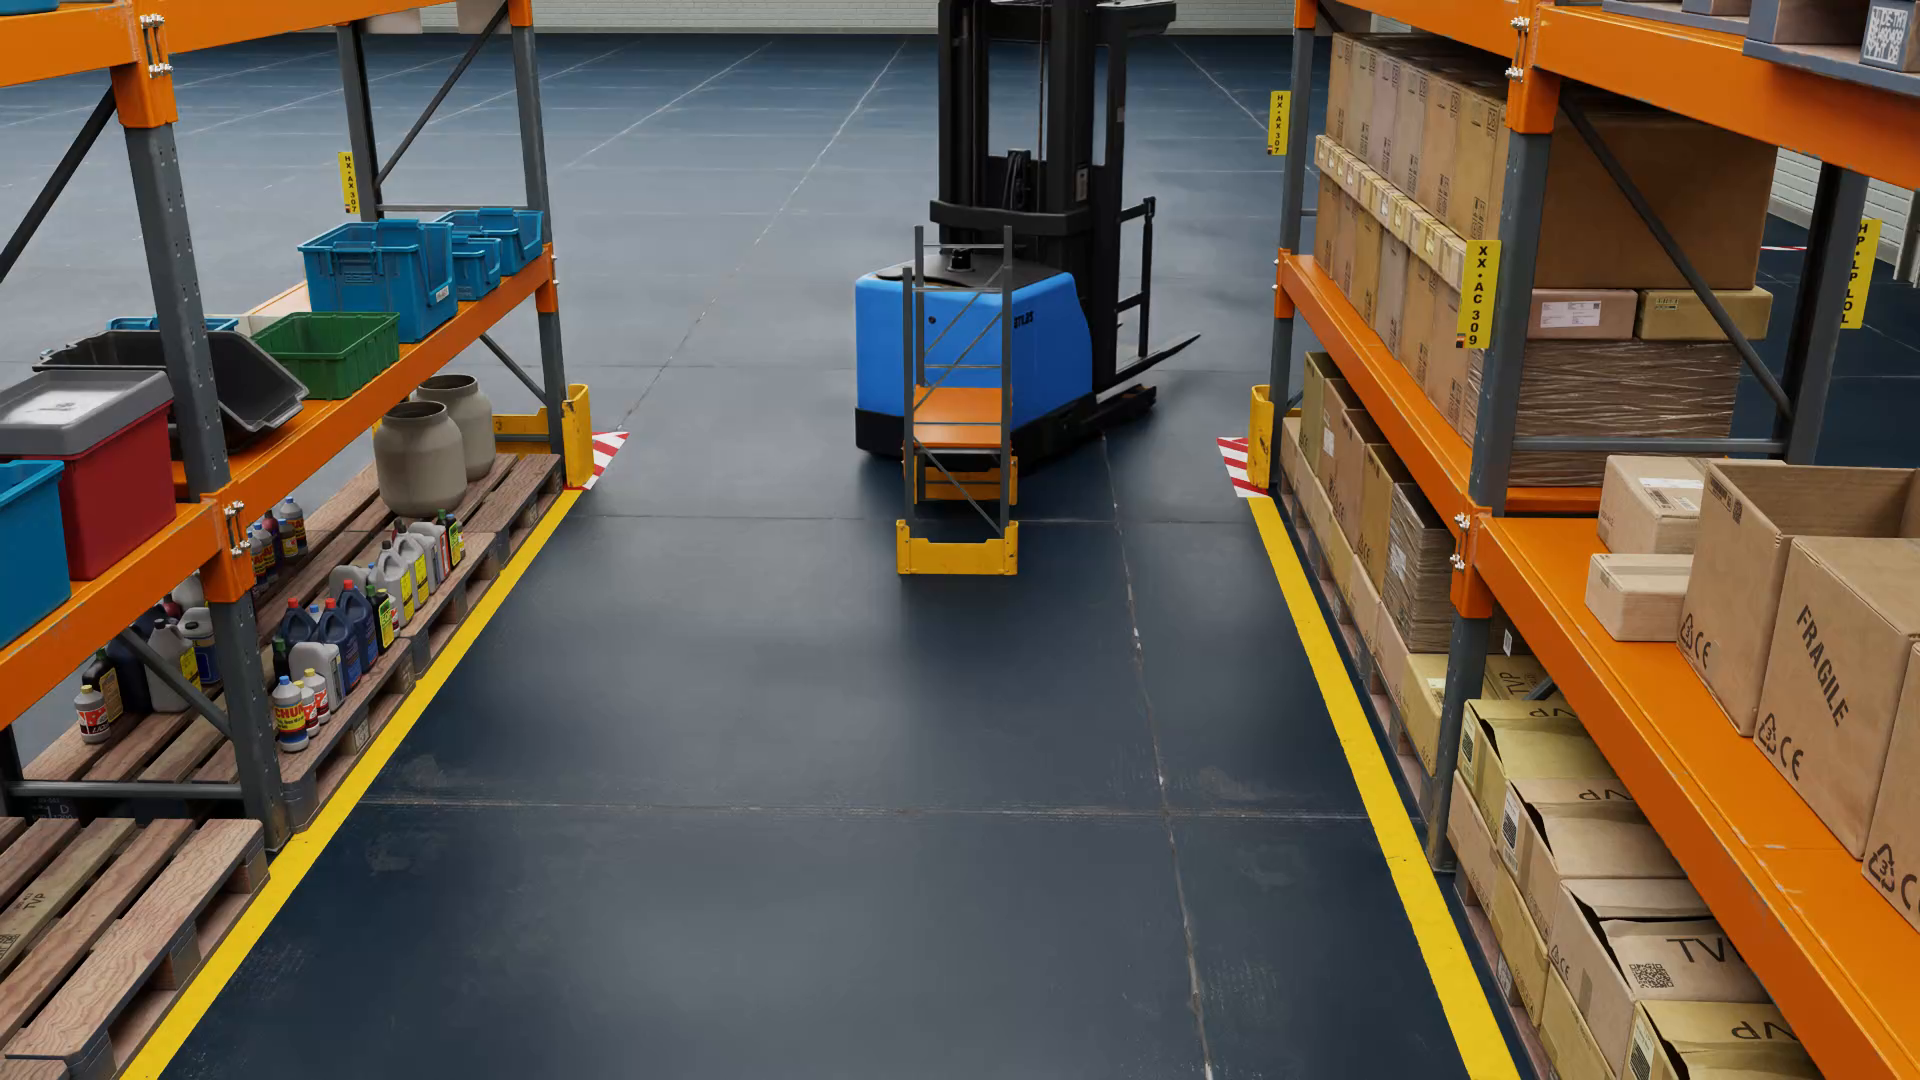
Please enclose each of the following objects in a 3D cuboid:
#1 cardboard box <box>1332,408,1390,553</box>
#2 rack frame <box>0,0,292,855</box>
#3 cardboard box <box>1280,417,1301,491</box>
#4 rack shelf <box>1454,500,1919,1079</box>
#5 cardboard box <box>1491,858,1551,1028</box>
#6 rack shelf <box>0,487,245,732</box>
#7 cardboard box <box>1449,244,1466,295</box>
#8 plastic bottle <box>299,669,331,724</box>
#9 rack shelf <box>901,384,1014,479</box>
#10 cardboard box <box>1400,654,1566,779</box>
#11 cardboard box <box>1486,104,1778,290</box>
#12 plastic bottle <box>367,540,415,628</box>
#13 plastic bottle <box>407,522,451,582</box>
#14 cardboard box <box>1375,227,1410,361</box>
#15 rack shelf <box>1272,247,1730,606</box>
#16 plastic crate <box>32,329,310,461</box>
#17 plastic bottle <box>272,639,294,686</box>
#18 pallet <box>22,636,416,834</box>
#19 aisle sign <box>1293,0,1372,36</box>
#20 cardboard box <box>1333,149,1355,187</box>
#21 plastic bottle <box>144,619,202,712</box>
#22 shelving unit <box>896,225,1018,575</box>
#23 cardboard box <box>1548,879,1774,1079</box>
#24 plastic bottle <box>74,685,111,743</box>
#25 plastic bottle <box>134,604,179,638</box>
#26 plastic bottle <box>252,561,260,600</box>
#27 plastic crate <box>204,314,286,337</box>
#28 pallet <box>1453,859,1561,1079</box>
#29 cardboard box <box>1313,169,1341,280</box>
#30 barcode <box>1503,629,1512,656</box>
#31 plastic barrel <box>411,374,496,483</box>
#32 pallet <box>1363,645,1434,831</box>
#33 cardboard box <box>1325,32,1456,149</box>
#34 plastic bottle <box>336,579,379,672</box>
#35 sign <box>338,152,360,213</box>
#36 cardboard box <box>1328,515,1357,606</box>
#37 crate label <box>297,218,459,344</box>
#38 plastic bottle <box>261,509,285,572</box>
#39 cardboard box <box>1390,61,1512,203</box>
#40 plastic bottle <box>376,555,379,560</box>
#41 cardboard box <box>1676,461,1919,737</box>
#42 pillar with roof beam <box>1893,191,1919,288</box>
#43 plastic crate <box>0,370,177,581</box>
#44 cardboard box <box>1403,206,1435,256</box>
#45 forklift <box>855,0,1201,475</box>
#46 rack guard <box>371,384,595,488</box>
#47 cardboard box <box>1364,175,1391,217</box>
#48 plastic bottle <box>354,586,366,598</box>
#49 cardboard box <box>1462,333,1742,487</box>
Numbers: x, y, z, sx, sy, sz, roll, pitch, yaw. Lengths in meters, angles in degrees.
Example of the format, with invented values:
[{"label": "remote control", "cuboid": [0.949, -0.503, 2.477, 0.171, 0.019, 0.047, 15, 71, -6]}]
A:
[{"label": "cardboard box", "cuboid": [1.935, -0.261, 7.239, 0.500, 0.500, 0.500, 1, 21, 2]}, {"label": "rack frame", "cuboid": [-2.851, -0.341, 5.261, 1.000, 3.000, 0.127, 1, 21, 2]}, {"label": "cardboard box", "cuboid": [1.983, -0.454, 8.772, 0.500, 0.250, 0.500, 1, 21, 2]}, {"label": "rack shelf", "cuboid": [2.039, 0.773, 3.383, 1.077, 0.370, 4.000, 1, 21, 2]}, {"label": "cardboard box", "cuboid": [1.823, 1.129, 4.693, 0.500, 0.250, 0.500, 1, 21, 3]}, {"label": "rack shelf", "cuboid": [-2.912, 0.718, 3.527, 1.077, 0.370, 4.000, 1, 21, 2]}, {"label": "cardboard box", "cuboid": [1.909, -0.919, 5.716, 0.380, 0.149, 0.250, 0, 21, 0]}, {"label": "plastic bottle", "cuboid": [-2.397, 0.575, 6.162, 0.097, 0.201, 0.097, 0, 21, 0]}, {"label": "rack shelf", "cuboid": [0.003, -0.562, 8.402, 0.538, 0.185, 1.000, 1, 21, 2]}, {"label": "cardboard box", "cuboid": [1.896, 0.631, 5.977, 0.500, 0.250, 0.500, 1, 21, 2]}, {"label": "cardboard box", "cuboid": [2.107, -1.097, 5.278, 0.700, 0.500, 0.500, 1, 21, 2]}, {"label": "plastic bottle", "cuboid": [-2.393, 0.180, 6.973, 0.144, 0.351, 0.185, 0, 21, 1]}, {"label": "plastic bottle", "cuboid": [-2.382, 0.037, 7.444, 0.152, 0.276, 0.135, 1, 21, 2]}, {"label": "cardboard box", "cuboid": [2.151, -1.050, 6.949, 0.700, 0.500, 0.500, 1, 21, 3]}, {"label": "rack shelf", "cuboid": [2.161, -0.673, 7.111, 1.077, 0.370, 4.000, 1, 21, 2]}, {"label": "plastic crate", "cuboid": [-2.708, -0.500, 5.756, 0.767, 0.338, 0.504, 1, 21, 2]}, {"label": "plastic bottle", "cuboid": [-2.527, 0.492, 6.262, 0.061, 0.283, 0.133, 1, 21, 2]}, {"label": "pallet", "cuboid": [-2.789, 0.717, 6.390, 1.003, 0.211, 1.213, 1, 21, 2]}, {"label": "aisle sign", "cuboid": [1.918, -2.970, 8.444, 0.394, 0.787, 0.004, 1, 21, 2]}, {"label": "cardboard box", "cuboid": [1.980, -1.755, 7.871, 0.380, 0.149, 0.250, 1, 21, 2]}, {"label": "plastic bottle", "cuboid": [-2.975, 0.454, 6.265, 0.144, 0.351, 0.185, 1, 21, 2]}, {"label": "shelving unit", "cuboid": [0.002, -0.727, 8.329, 0.587, 1.500, 1.083, 1, 21, 2]}, {"label": "cardboard box", "cuboid": [1.804, 1.054, 4.110, 0.500, 0.311, 0.500, 0, 21, 0]}, {"label": "plastic bottle", "cuboid": [-3.151, 0.624, 6.035, 0.097, 0.201, 0.097, 0, 21, 0]}, {"label": "plastic bottle", "cuboid": [-3.113, 0.383, 6.448, 0.144, 0.351, 0.185, 0, 21, -1]}, {"label": "plastic bottle", "cuboid": [-3.112, 0.160, 7.229, 0.097, 0.201, 0.097, 0, 21, 0]}, {"label": "plastic crate", "cuboid": [-3.055, -0.808, 6.829, 0.530, 0.136, 0.437, 1, 21, 2]}, {"label": "pallet", "cuboid": [2.117, 1.282, 4.934, 1.003, 0.211, 1.213, 1, 21, 2]}, {"label": "cardboard box", "cuboid": [2.195, -1.609, 8.392, 0.700, 0.500, 0.500, 1, 21, 2]}, {"label": "barcode", "cuboid": [1.676, 0.315, 5.090, 0.001, 0.075, 0.075, 1, 21, 2]}, {"label": "plastic barrel", "cuboid": [-2.673, -0.584, 8.747, 0.421, 0.512, 0.421, 0, 21, 0]}, {"label": "pallet", "cuboid": [2.166, 0.728, 6.361, 1.003, 0.211, 1.213, 1, 21, 2]}, {"label": "cardboard box", "cuboid": [2.193, -2.195, 8.108, 0.700, 0.500, 0.500, 1, 21, 2]}, {"label": "plastic bottle", "cuboid": [-2.406, 0.333, 6.577, 0.144, 0.351, 0.185, 0, 21, -1]}, {"label": "sign", "cuboid": [-3.279, -1.924, 8.958, 0.100, 0.325, 0.005, 1, 21, 2]}, {"label": "cardboard box", "cuboid": [1.936, 0.089, 7.375, 0.500, 0.250, 0.500, 1, 21, 2]}, {"label": "crate label", "cuboid": [-2.515, -1.135, 7.259, 0.502, 0.435, 0.616, 1, 21, 2]}, {"label": "plastic bottle", "cuboid": [-3.121, 0.008, 7.509, 0.061, 0.283, 0.133, 1, 21, 3]}, {"label": "cardboard box", "cuboid": [2.153, -1.641, 6.681, 0.700, 0.500, 0.500, 1, 21, 2]}, {"label": "plastic bottle", "cuboid": [-2.511, 0.127, 7.314, 0.097, 0.201, 0.097, 0, 21, 0]}, {"label": "cardboard box", "cuboid": [2.045, 0.136, 3.893, 0.500, 0.500, 0.500, 2, 21, 6]}, {"label": "pillar with roof beam", "cuboid": [3.896, -6.429, 12.659, 9.100, 9.000, 0.400, 1, 21, 2]}, {"label": "plastic crate", "cuboid": [-2.560, -0.192, 4.790, 0.402, 0.464, 0.583, 1, 21, 2]}, {"label": "cardboard box", "cuboid": [1.934, -1.194, 6.424, 0.380, 0.149, 0.250, 1, 21, 3]}, {"label": "forklift", "cuboid": [0.599, -2.207, 10.165, 1.130, 2.935, 3.031, 13, 25, 30]}, {"label": "rack guard", "cuboid": [-2.684, -0.594, 9.368, 1.175, 0.500, 0.348, 1, 21, 2]}, {"label": "cardboard box", "cuboid": [1.958, -1.475, 7.149, 0.380, 0.149, 0.250, 0, 21, 1]}, {"label": "plastic bottle", "cuboid": [-2.439, 0.317, 6.729, 0.097, 0.271, 0.097, 0, 21, 0]}, {"label": "cardboard box", "cuboid": [2.107, -0.492, 5.513, 0.700, 0.500, 0.500, 0, 21, 0]}]
